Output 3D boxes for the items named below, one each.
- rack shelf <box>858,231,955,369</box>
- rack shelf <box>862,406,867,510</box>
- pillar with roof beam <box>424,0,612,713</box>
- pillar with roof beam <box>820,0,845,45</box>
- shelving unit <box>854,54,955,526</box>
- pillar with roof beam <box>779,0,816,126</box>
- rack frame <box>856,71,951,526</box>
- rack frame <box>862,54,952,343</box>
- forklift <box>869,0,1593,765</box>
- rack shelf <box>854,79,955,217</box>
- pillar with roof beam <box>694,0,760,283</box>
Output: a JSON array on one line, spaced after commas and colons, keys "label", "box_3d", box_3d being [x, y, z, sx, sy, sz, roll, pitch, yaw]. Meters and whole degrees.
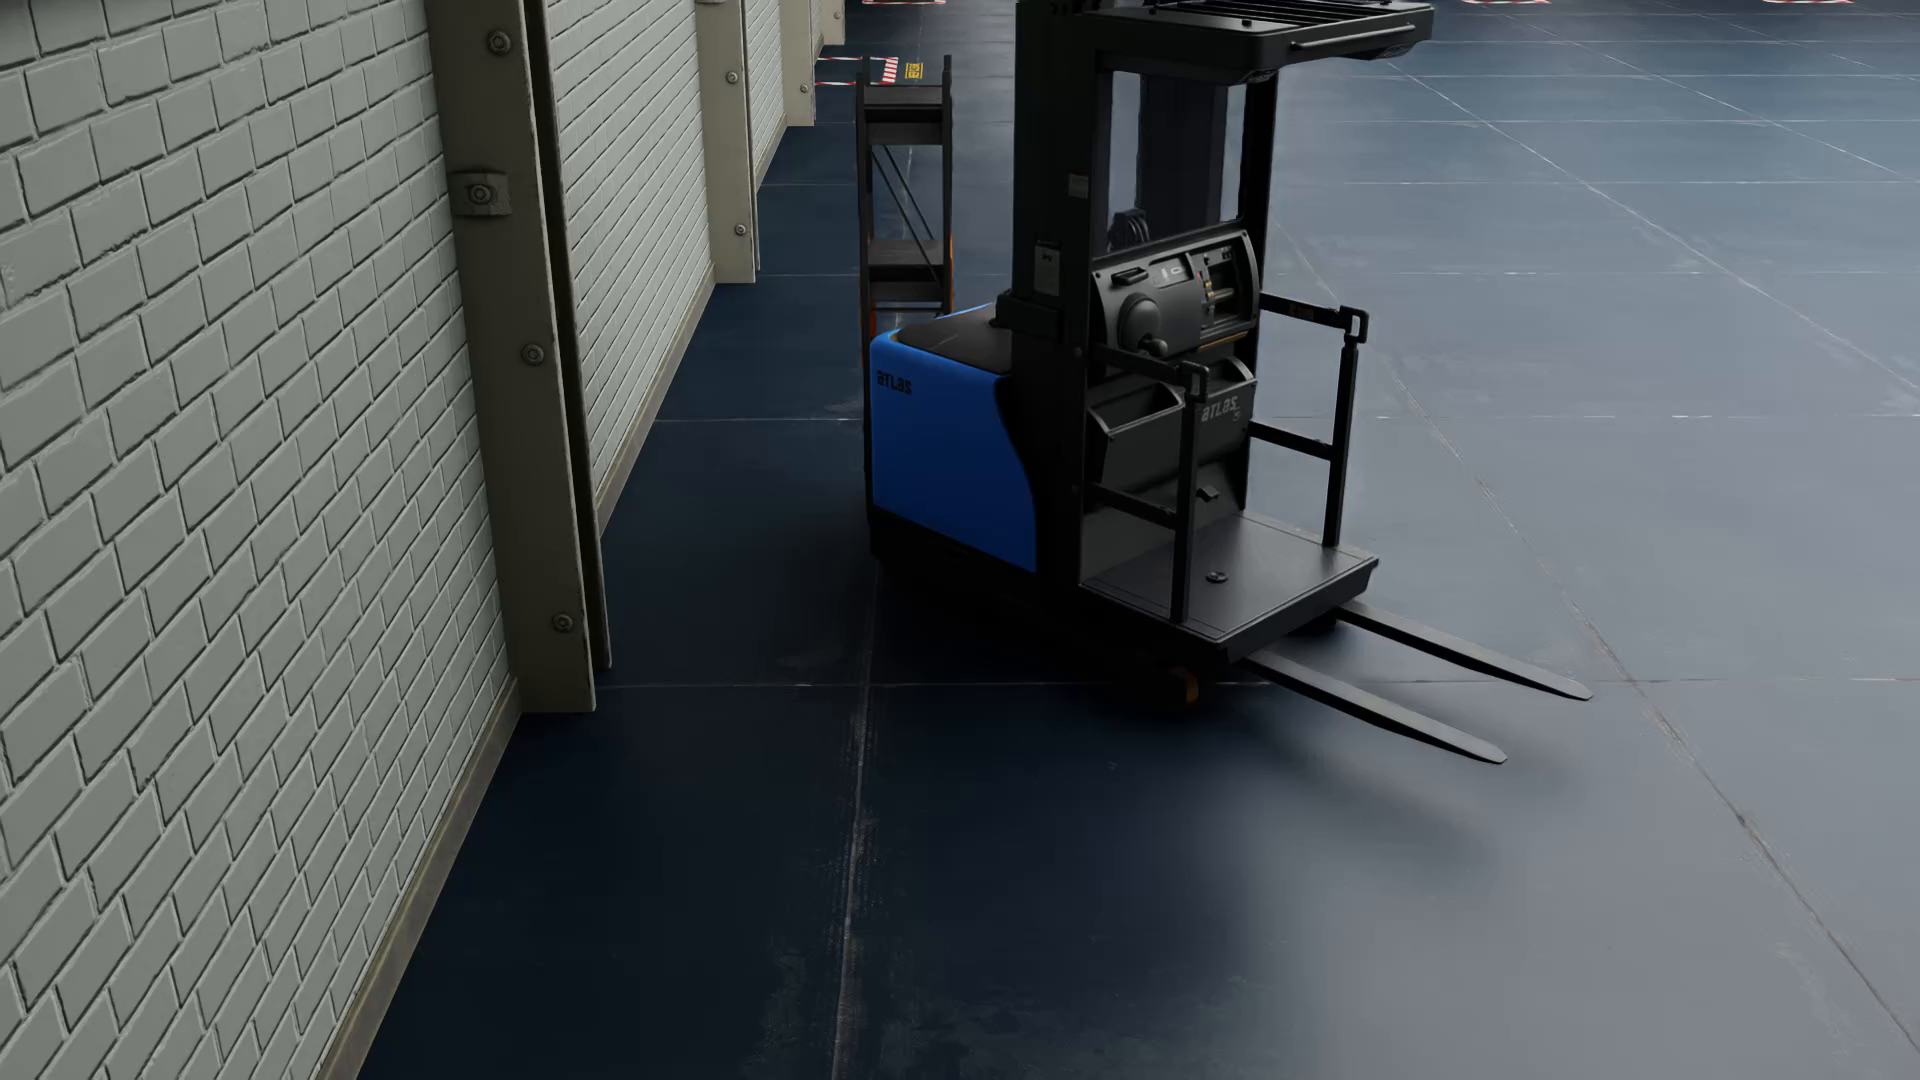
[{"label": "rack shelf", "box_3d": [-0.240, -1.116, 7.703, 0.431, 0.518, 0.480, 0, 24, 0]}, {"label": "rack shelf", "box_3d": [-0.240, -0.479, 7.992, 0.431, 0.518, 0.480, 0, 24, 0]}, {"label": "pillar with roof beam", "box_3d": [2.758, -3.548, 4.675, 9.100, 9.000, 0.400, 0, 24, -1]}, {"label": "pillar with roof beam", "box_3d": [2.562, -10.965, 21.075, 9.100, 9.000, 0.400, 0, 24, -1]}, {"label": "shelving unit", "box_3d": [-0.240, -1.129, 7.698, 0.431, 2.100, 0.503, 0, 24, 0]}, {"label": "pillar with roof beam", "box_3d": [2.627, -8.493, 15.608, 9.100, 9.000, 0.400, 0, 24, -1]}, {"label": "rack frame", "box_3d": [-0.241, -1.028, 7.476, 0.400, 2.100, 0.015, 0, 24, 0]}, {"label": "rack frame", "box_3d": [-0.239, -1.229, 7.920, 0.400, 2.100, 0.015, 0, 24, 0]}, {"label": "forklift", "box_3d": [0.986, -0.928, 6.244, 1.130, 2.935, 3.031, -22, 32, -39]}, {"label": "rack shelf", "box_3d": [-0.240, -1.754, 7.415, 0.431, 0.518, 0.480, 0, 24, 0]}, {"label": "pillar with roof beam", "box_3d": [2.693, -6.021, 10.142, 9.100, 9.000, 0.400, 0, 24, -1]}]
